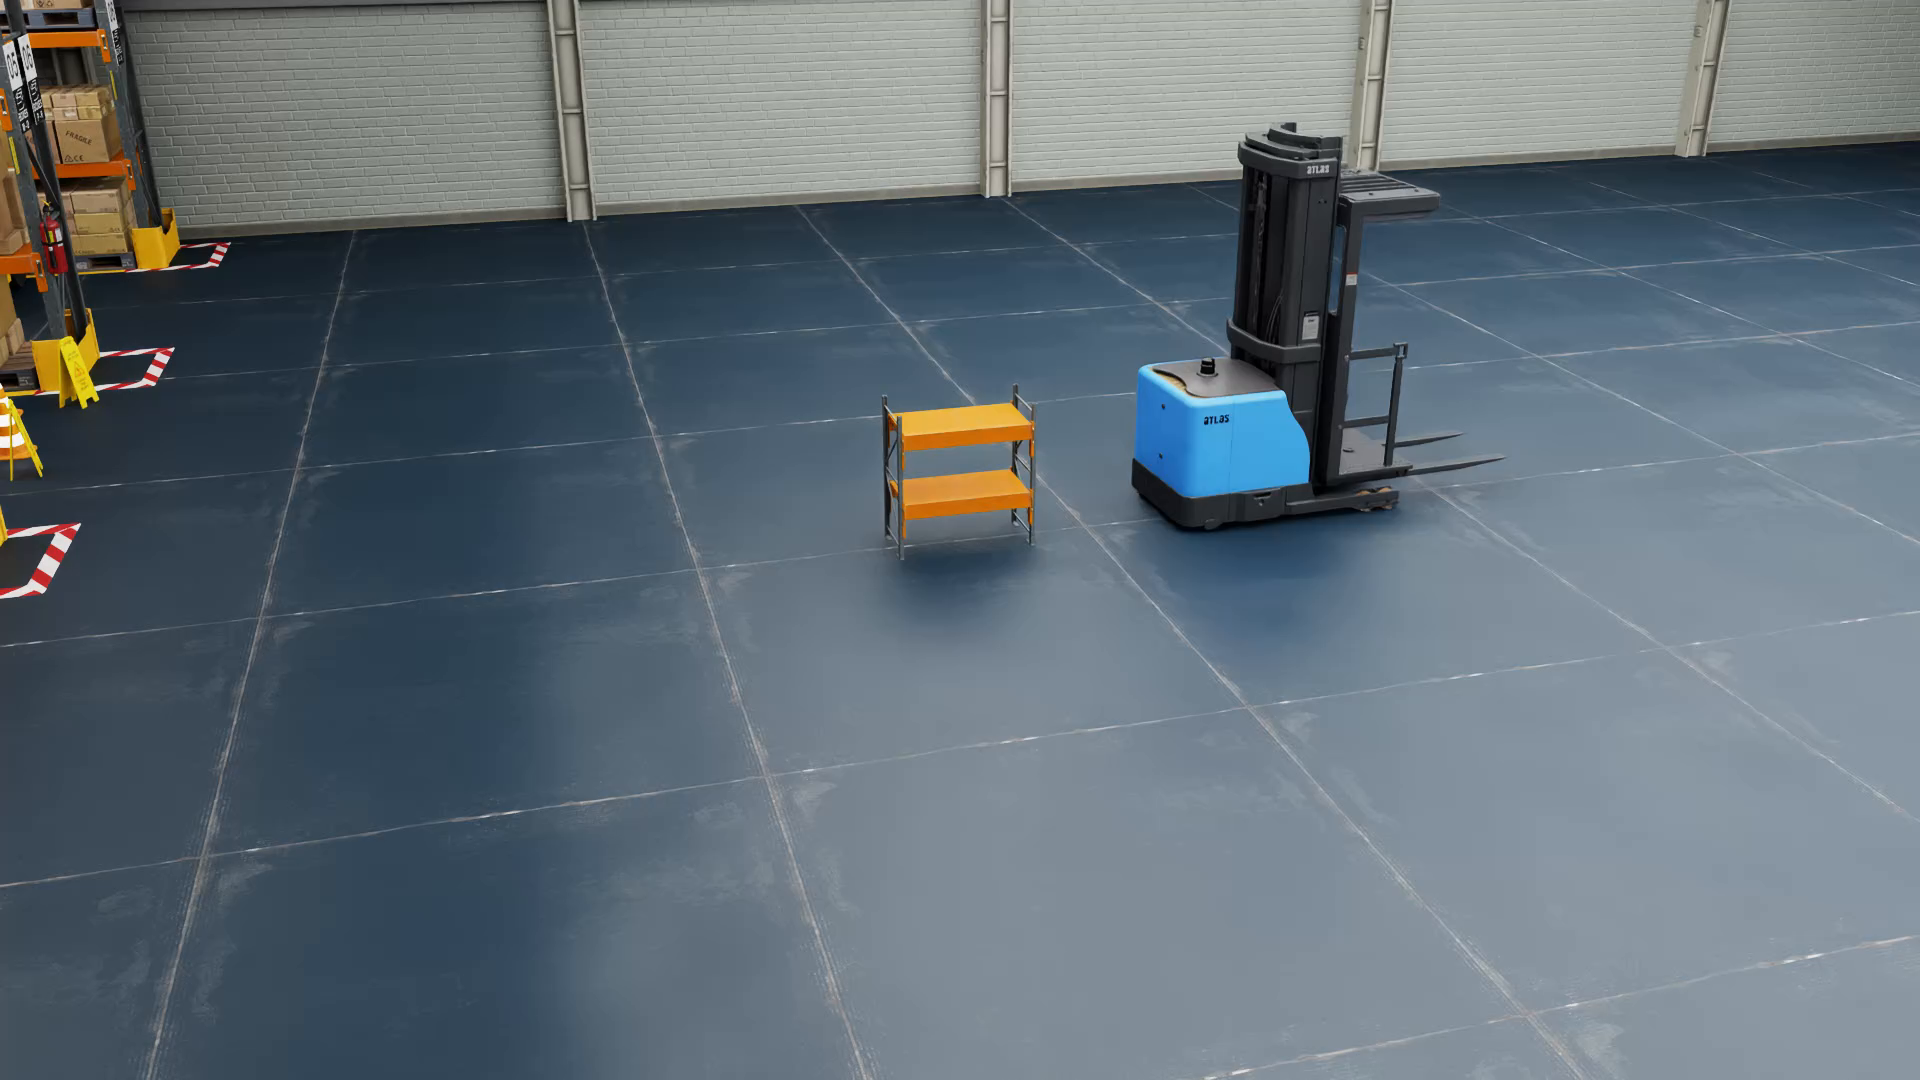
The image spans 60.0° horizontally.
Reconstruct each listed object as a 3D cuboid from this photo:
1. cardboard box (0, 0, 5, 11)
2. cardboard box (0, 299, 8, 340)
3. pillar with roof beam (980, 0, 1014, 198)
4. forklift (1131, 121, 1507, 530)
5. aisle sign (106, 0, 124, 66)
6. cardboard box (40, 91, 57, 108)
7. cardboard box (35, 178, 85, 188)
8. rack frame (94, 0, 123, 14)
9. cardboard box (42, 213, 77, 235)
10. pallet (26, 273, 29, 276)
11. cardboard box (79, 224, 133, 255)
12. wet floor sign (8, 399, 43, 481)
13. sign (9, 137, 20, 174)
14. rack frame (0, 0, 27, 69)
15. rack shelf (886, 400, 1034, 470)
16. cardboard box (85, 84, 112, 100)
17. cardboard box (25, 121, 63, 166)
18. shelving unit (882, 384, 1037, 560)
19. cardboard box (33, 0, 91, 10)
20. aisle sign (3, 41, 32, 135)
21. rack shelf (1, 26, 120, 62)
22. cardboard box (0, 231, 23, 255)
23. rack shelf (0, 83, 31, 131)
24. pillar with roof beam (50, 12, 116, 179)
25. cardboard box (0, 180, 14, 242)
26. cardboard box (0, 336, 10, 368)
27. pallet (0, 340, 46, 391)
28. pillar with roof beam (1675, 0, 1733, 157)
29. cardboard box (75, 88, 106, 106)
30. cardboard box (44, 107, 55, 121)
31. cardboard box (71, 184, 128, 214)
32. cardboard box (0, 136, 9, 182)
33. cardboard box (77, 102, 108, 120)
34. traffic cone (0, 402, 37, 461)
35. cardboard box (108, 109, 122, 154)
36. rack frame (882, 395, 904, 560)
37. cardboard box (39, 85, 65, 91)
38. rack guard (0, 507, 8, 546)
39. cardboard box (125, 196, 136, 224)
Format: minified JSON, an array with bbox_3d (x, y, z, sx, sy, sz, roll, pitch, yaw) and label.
[{"bbox_3d":[-11.073,-6.256,19.164,0.258,0.266,0.396,-6,24,-14],"label":"cardboard box"},{"bbox_3d":[-9.470,-2.137,15.860,0.500,0.500,0.500,-6,24,-14],"label":"cardboard box"},{"bbox_3d":[1.690,-7.600,18.980,0.400,9.000,9.100,-6,24,-14],"label":"pillar with roof beam"},{"bbox_3d":[2.971,-1.757,13.058,3.031,2.935,1.130,-8,24,-17],"label":"forklift"},{"bbox_3d":[-9.971,-6.022,19.613,0.004,0.787,0.394,-6,24,-14],"label":"aisle sign"},{"bbox_3d":[-10.875,-5.218,19.710,0.250,0.149,0.380,-6,24,-13],"label":"cardboard box"},{"bbox_3d":[-11.107,-4.286,20.552,0.500,0.250,0.500,-6,24,-14],"label":"cardboard box"},{"bbox_3d":[-10.113,-7.688,19.186,0.127,3.000,1.000,-6,24,-14],"label":"rack frame"},{"bbox_3d":[-10.983,-3.871,20.217,0.500,0.250,0.500,-7,24,-15],"label":"cardboard box"},{"bbox_3d":[-12.011,-3.424,20.392,1.213,0.211,1.003,-6,24,-14],"label":"pallet"},{"bbox_3d":[-10.480,-3.691,20.432,0.500,0.250,0.500,-6,24,-14],"label":"cardboard box"},{"bbox_3d":[-7.841,-0.852,13.847,0.232,0.644,0.267,-11,25,-23],"label":"wet floor sign"},{"bbox_3d":[-8.638,-3.512,15.191,0.005,0.325,0.100,-6,24,-14],"label":"sign"},{"bbox_3d":[-8.769,-5.804,14.795,0.127,3.000,1.000,-6,24,-14],"label":"rack frame"},{"bbox_3d":[-0.007,-0.785,12.341,1.000,0.278,0.538,-6,24,-14],"label":"rack shelf"},{"bbox_3d":[-10.494,-5.457,20.268,0.250,0.149,0.380,-7,24,-15],"label":"cardboard box"},{"bbox_3d":[-11.018,-4.773,19.874,0.500,0.500,0.500,-6,24,-13],"label":"cardboard box"},{"bbox_3d":[-0.007,-0.516,12.457,1.048,1.125,0.538,-6,24,-14],"label":"shelving unit"},{"bbox_3d":[-10.474,-6.455,19.330,0.500,0.500,0.500,-6,24,-13],"label":"cardboard box"},{"bbox_3d":[-8.631,-4.138,15.224,0.004,0.787,0.394,-6,24,-14],"label":"aisle sign"},{"bbox_3d":[-12.039,-5.766,19.423,4.000,0.370,1.077,-6,24,-14],"label":"rack shelf"},{"bbox_3d":[-9.071,-2.811,15.745,0.250,0.149,0.380,-5,24,-13],"label":"cardboard box"},{"bbox_3d":[-10.694,-3.882,15.032,4.000,0.370,1.077,-6,24,-14],"label":"rack shelf"},{"bbox_3d":[-9.864,-6.322,16.002,0.400,9.000,9.100,-6,24,-14],"label":"pillar with roof beam"},{"bbox_3d":[-9.217,-3.067,15.521,0.500,0.500,0.500,-7,24,-15],"label":"cardboard box"},{"bbox_3d":[-9.497,-1.786,15.993,0.500,0.250,0.500,-6,24,-15],"label":"cardboard box"},{"bbox_3d":[-9.634,-1.685,16.339,1.213,0.211,1.003,-6,24,-14],"label":"pallet"},{"bbox_3d":[13.244,-8.878,21.959,0.400,9.000,9.100,-6,24,-14],"label":"pillar with roof beam"},{"bbox_3d":[-10.401,-5.294,19.887,0.250,0.149,0.380,-6,24,-14],"label":"cardboard box"},{"bbox_3d":[-10.876,-5.089,19.787,0.250,0.149,0.380,-6,24,-13],"label":"cardboard box"},{"bbox_3d":[-10.472,-4.153,20.241,0.500,0.250,0.500,-5,24,-13],"label":"cardboard box"},{"bbox_3d":[-9.202,-3.552,15.382,0.500,0.500,0.700,-7,24,-16],"label":"cardboard box"},{"bbox_3d":[-10.371,-5.132,19.887,0.250,0.149,0.380,-6,24,-14],"label":"cardboard box"},{"bbox_3d":[-8.207,-0.961,14.332,0.334,0.463,0.336,-6,24,-14],"label":"traffic cone"},{"bbox_3d":[-10.665,-5.030,20.472,0.500,0.500,0.500,-6,24,-13],"label":"cardboard box"},{"bbox_3d":[-0.496,-0.462,12.331,0.032,1.125,0.500,-6,24,-14],"label":"rack frame"},{"bbox_3d":[-11.006,-5.409,20.155,0.250,0.149,0.380,-6,24,-13],"label":"cardboard box"},{"bbox_3d":[-7.311,-0.033,12.122,0.348,0.500,1.175,-6,24,-14],"label":"rack guard"},{"bbox_3d":[-10.622,-4.119,20.797,0.500,0.250,0.500,-6,24,-13],"label":"cardboard box"}]
